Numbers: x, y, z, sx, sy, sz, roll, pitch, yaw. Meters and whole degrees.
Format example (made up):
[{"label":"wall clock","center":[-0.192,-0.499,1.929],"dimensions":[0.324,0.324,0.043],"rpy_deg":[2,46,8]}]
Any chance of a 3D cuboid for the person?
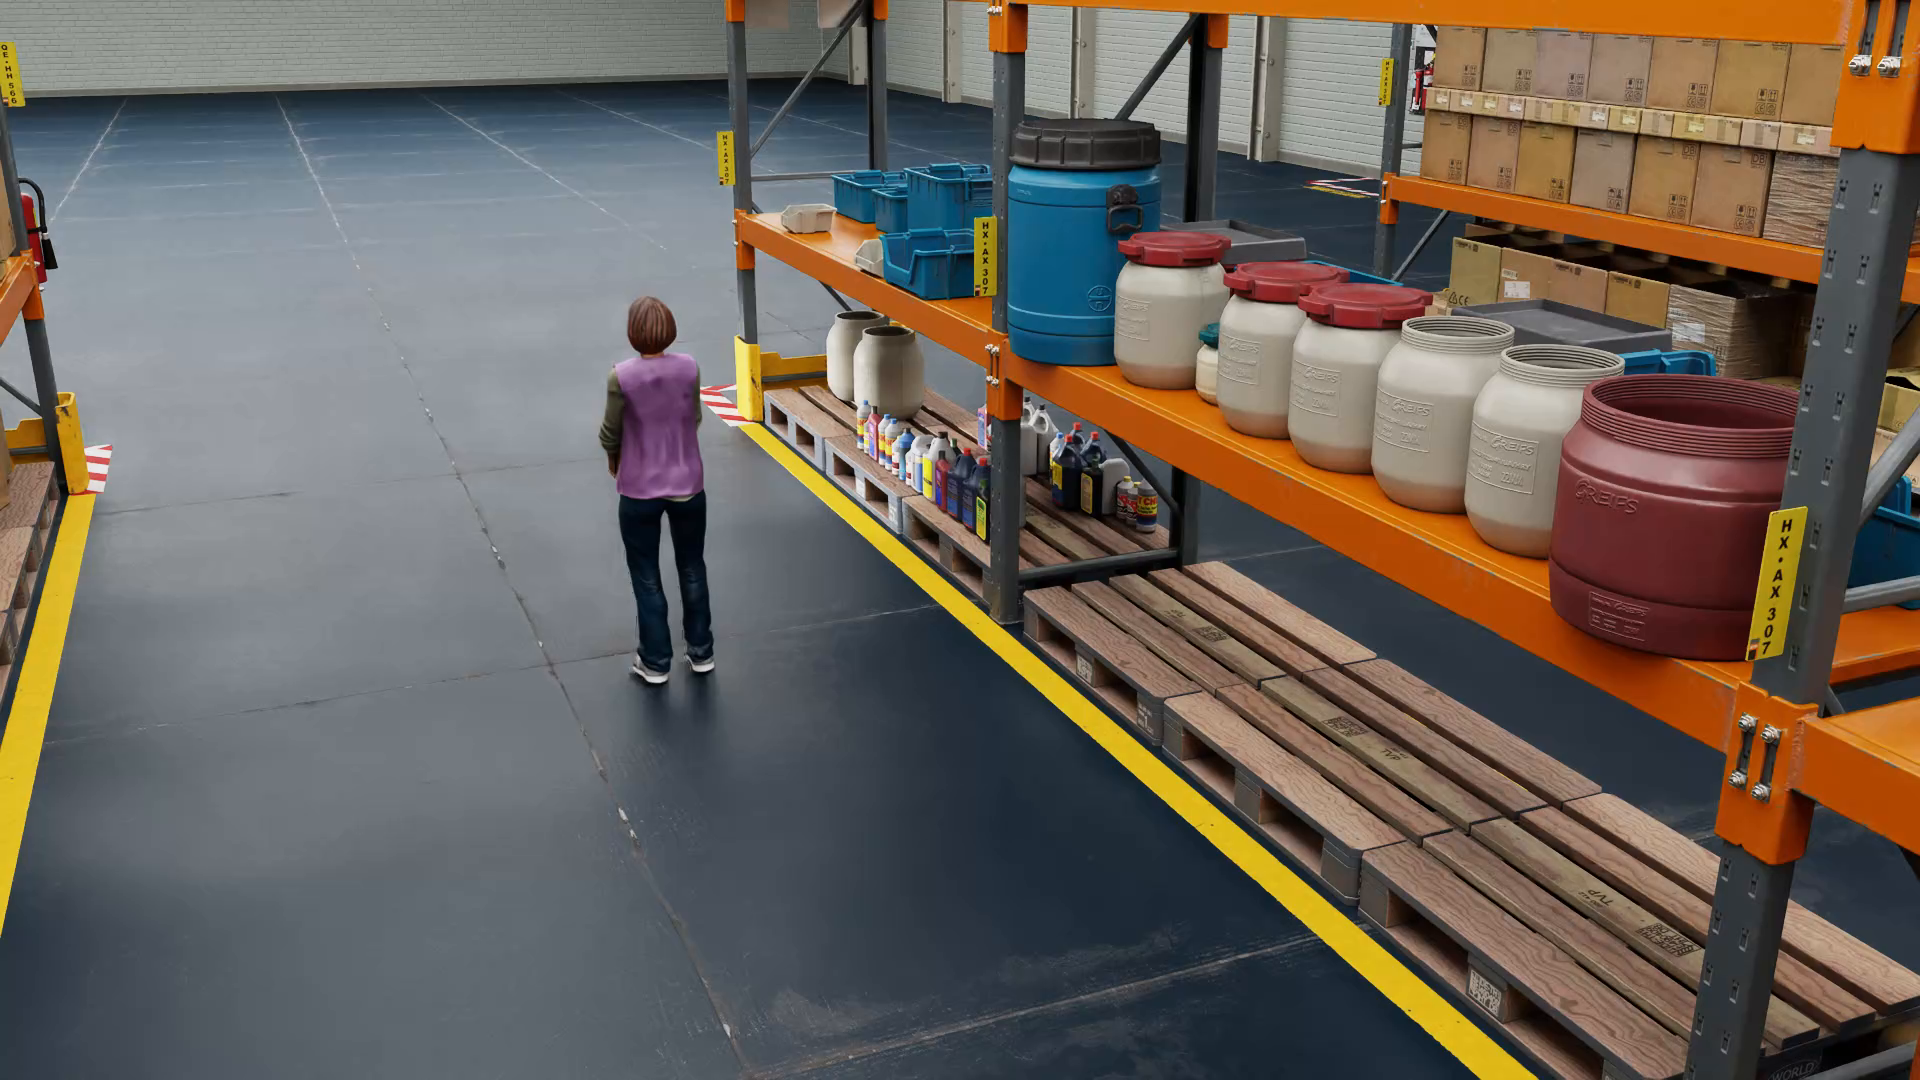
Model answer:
[{"label":"person","center":[-1.229,-0.213,6.688],"dimensions":[0.414,1.599,0.476],"rpy_deg":[-8,21,-22]}]
